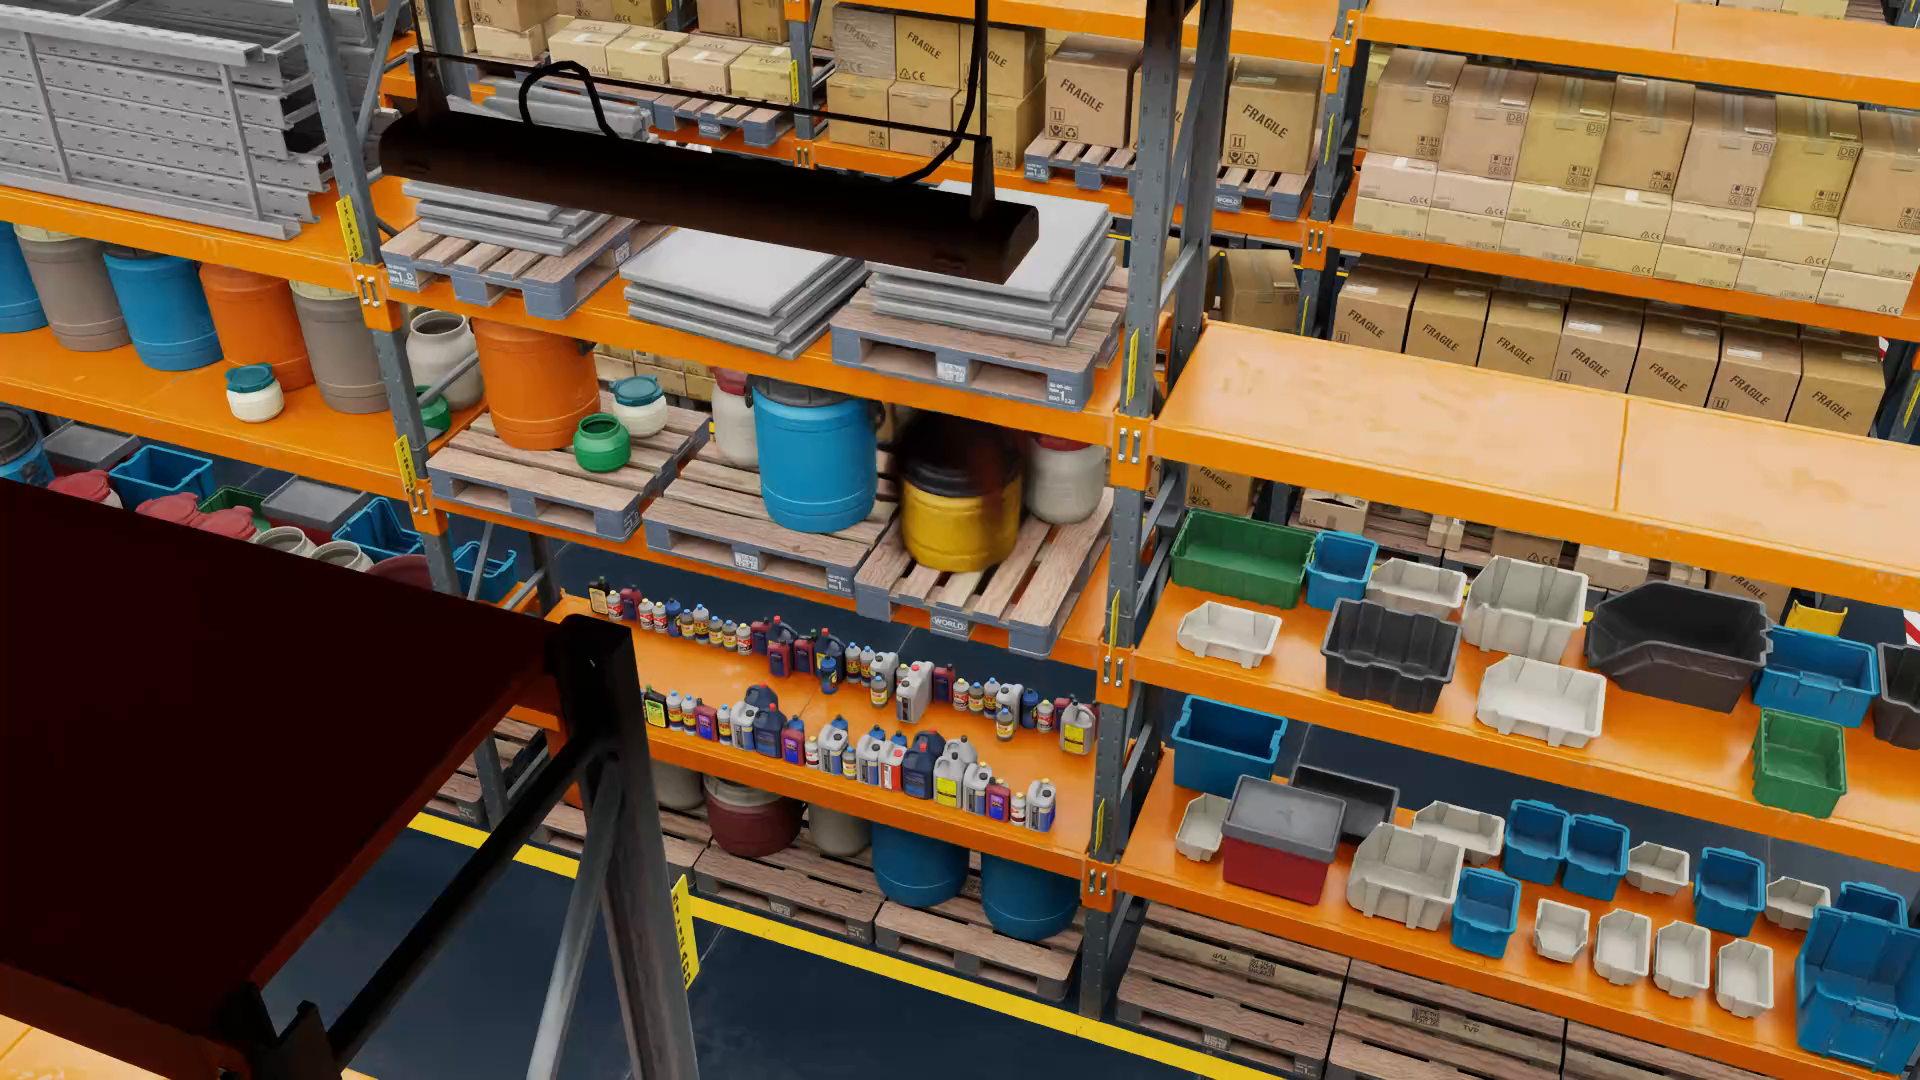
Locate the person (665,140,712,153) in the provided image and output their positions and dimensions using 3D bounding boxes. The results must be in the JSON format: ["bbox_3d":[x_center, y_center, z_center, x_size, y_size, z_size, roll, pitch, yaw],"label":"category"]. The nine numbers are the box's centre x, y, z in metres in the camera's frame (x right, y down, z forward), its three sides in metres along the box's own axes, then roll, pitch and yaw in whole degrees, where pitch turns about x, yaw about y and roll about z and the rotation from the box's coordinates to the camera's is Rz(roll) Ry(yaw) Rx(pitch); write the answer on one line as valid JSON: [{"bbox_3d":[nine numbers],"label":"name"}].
[{"bbox_3d":[-2.648,-3.369,16.460,0.580,1.775,0.406,19,40,24],"label":"person"}]
